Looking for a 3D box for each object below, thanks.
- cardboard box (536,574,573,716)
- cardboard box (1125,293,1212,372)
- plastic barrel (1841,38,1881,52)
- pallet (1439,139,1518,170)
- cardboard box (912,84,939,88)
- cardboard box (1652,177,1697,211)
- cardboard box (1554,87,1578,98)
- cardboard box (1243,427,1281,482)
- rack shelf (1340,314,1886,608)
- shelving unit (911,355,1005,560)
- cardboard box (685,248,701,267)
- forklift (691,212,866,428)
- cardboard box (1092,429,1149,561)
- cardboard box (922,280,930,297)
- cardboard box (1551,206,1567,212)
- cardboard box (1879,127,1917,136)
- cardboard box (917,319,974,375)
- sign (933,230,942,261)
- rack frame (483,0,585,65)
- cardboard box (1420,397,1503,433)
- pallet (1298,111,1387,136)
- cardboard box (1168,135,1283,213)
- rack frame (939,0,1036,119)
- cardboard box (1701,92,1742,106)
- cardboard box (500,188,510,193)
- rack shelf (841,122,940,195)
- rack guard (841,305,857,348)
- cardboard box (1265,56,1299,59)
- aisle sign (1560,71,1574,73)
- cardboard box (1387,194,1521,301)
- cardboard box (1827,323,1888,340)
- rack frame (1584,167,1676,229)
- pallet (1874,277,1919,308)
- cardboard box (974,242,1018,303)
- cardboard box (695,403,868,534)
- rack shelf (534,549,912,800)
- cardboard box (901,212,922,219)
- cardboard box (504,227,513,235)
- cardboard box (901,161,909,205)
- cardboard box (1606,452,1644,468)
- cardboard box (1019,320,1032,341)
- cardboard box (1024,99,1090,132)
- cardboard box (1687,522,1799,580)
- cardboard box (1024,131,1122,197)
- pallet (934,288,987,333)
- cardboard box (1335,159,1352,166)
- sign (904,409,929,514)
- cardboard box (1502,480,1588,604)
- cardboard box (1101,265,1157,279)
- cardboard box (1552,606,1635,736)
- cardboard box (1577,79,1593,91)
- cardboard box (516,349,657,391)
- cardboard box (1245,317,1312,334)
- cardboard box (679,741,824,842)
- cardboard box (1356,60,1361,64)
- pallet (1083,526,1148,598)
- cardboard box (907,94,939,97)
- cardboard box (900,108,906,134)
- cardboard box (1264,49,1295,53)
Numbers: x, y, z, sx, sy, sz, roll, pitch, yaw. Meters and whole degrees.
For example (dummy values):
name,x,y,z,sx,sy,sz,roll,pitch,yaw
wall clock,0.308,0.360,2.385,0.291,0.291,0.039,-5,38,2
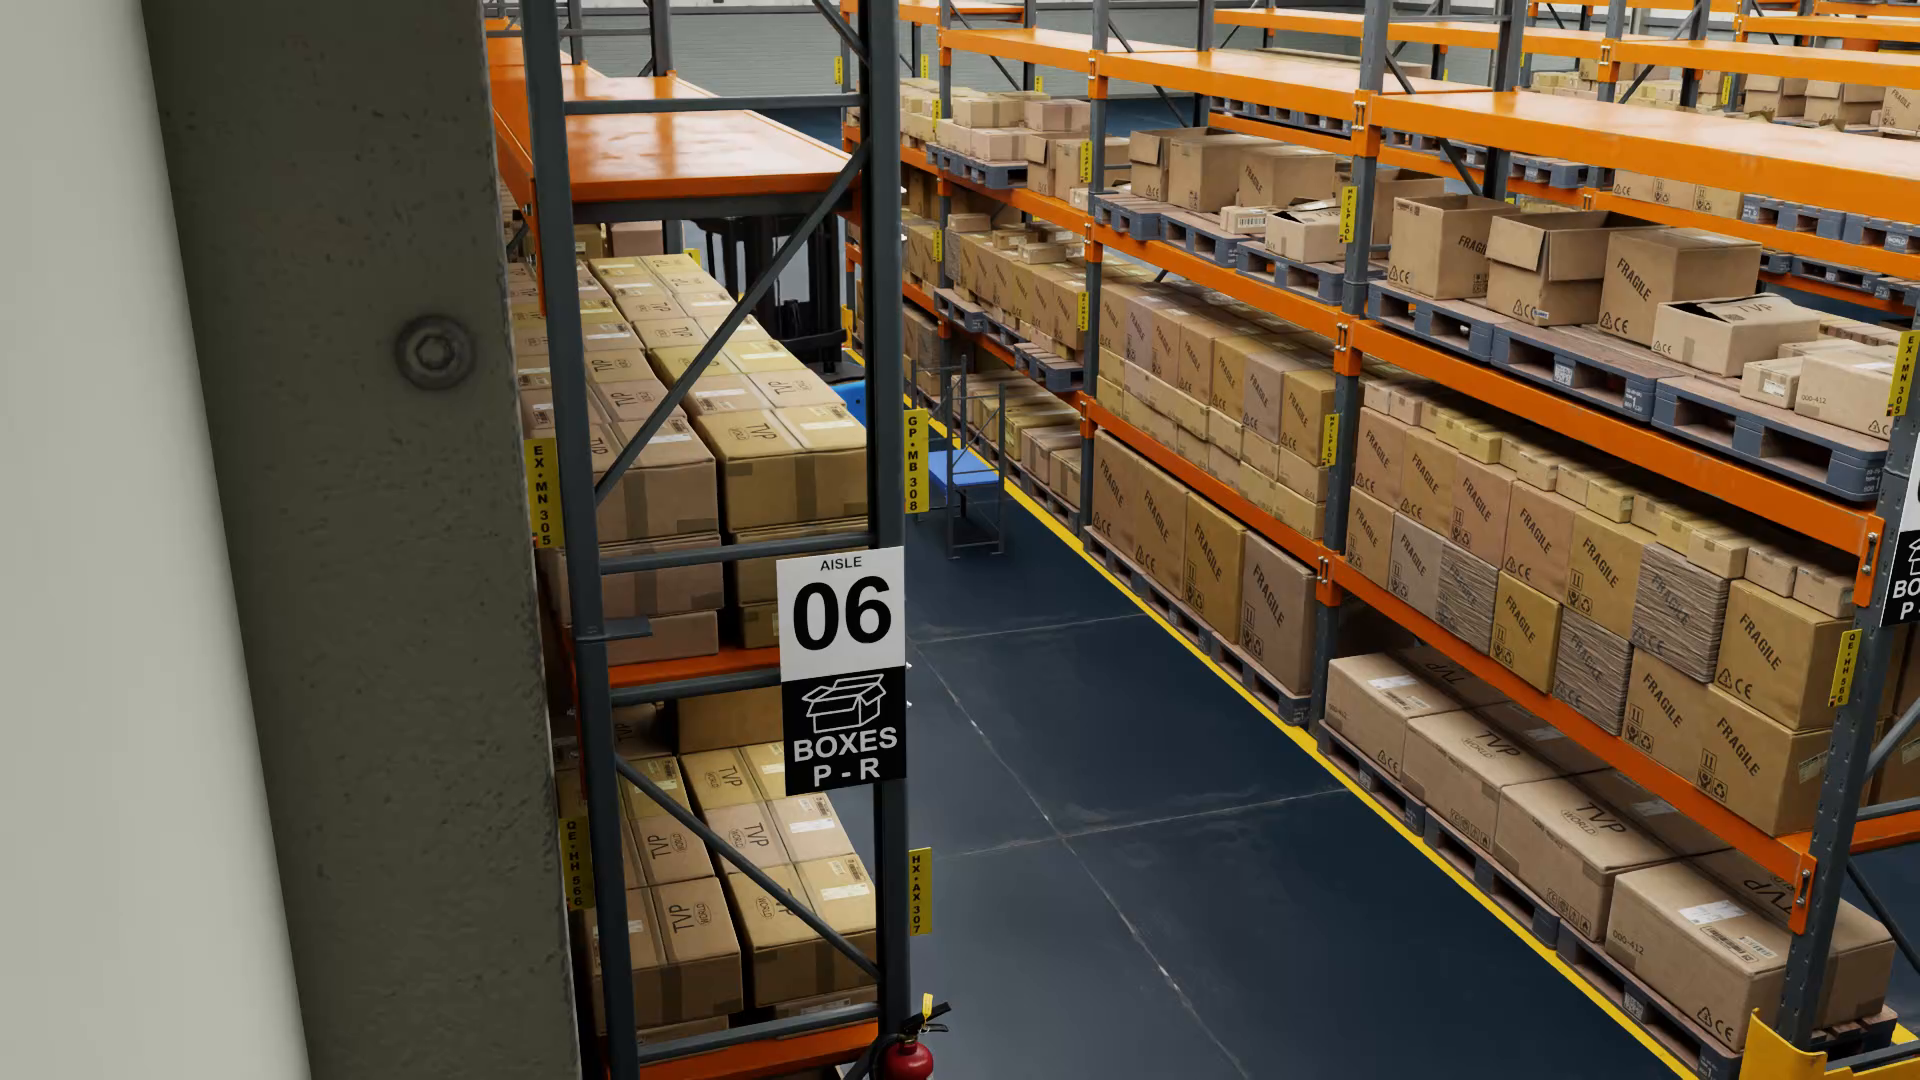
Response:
name,x,y,z,sx,sy,sz,roll,pitch,yaw
cardboard box,-1.701,0.444,7.556,0.500,0.500,0.500,-7,21,-19
cardboard box,1.625,-1.627,13.023,0.500,0.500,0.500,-6,21,-17
plastic barrel,13.406,-7.268,24.659,0.600,0.830,0.708,-6,21,-17
pallet,5.598,-3.893,16.799,1.003,0.211,1.213,-5,20,-15
cardboard box,-0.347,-5.278,19.569,0.380,0.149,0.250,-6,21,-17
cardboard box,6.296,-3.098,14.159,0.500,0.500,0.500,-6,21,-17
cardboard box,8.505,-6.066,22.793,0.500,0.250,0.500,-7,21,-18
cardboard box,2.261,-0.608,11.296,0.500,0.250,0.500,-6,21,-16
rack shelf,3.423,-0.600,8.416,1.077,0.370,4.000,-6,21,-17
shelving unit,-0.027,-0.733,14.379,0.538,1.500,1.048,-6,21,-17
cardboard box,-1.594,-1.461,8.911,0.380,0.149,0.250,-6,21,-16
forklift,-1.906,-2.209,16.370,1.130,2.935,3.031,-14,24,-35
cardboard box,1.676,-0.419,13.809,0.875,0.875,0.875,-7,21,-18
cardboard box,-0.195,-2.768,18.196,0.380,0.149,0.250,-6,21,-16
cardboard box,8.517,-4.595,23.284,0.380,0.149,0.250,-6,21,-17
cardboard box,10.239,-4.292,17.853,0.500,0.250,0.500,-6,21,-16
cardboard box,-0.161,-2.154,18.452,0.500,0.500,0.500,-7,21,-18
sign,-0.232,-3.083,17.422,0.100,0.325,0.005,-6,21,-17
rack frame,-3.174,-3.747,11.676,1.000,3.000,0.127,-6,21,-17
cardboard box,2.864,-0.704,9.494,0.380,0.149,0.250,-7,21,-18
pallet,4.700,-4.928,19.532,1.003,0.211,1.213,-6,21,-17
cardboard box,2.029,-2.811,12.739,0.700,0.500,0.500,-7,21,-20
rack frame,0.280,-5.559,16.722,1.000,3.000,0.127,-6,21,-17
cardboard box,9.312,-5.391,20.323,0.380,0.149,0.250,-6,21,-16
cardboard box,-3.190,-2.281,11.226,0.380,0.149,0.250,-6,21,-17
rack shelf,-0.348,-4.451,19.137,1.077,0.370,4.000,-6,21,-17
rack guard,-0.953,-2.819,21.664,1.175,0.500,0.348,-6,21,-17
cardboard box,3.972,-5.860,20.420,0.380,0.149,0.250,-6,21,-16
aisle sign,8.696,-6.348,23.946,0.394,0.787,0.004,-6,21,-17
cardboard box,2.780,-1.661,9.389,0.500,0.500,0.500,-6,21,-16
cardboard box,7.368,-1.676,13.657,0.380,0.149,0.250,-6,21,-15
rack frame,6.205,-2.010,15.717,1.000,3.000,0.127,-6,21,-17
pallet,10.620,-2.632,17.731,1.213,0.211,1.003,-6,21,-17
cardboard box,0.456,-2.619,16.201,0.500,0.500,0.500,-7,21,-18
cardboard box,-0.560,-0.242,5.397,0.500,0.250,0.500,-7,21,-18
rack shelf,-1.288,-0.071,6.944,1.077,0.370,4.000,-6,21,-17
cardboard box,-0.597,-3.533,19.369,0.500,0.500,0.500,-7,21,-18
cardboard box,-2.441,-1.733,9.669,0.380,0.149,0.250,-7,21,-19
cardboard box,-0.457,-4.373,20.227,0.700,0.500,0.500,-6,21,-17
cardboard box,3.627,-0.432,8.736,0.380,0.149,0.250,-6,21,-17
cardboard box,0.765,-1.935,15.256,0.380,0.149,0.250,-6,21,-16
cardboard box,0.925,-4.012,15.713,0.500,0.250,0.500,-6,21,-16
cardboard box,3.485,0.046,7.406,0.380,0.149,0.250,-7,21,-18
cardboard box,1.031,-3.399,14.992,0.797,0.503,0.637,-6,21,-17
pallet,0.382,-2.385,17.042,1.003,0.211,1.213,-6,21,-17
cardboard box,4.542,-4.347,20.402,0.875,0.550,0.550,-6,21,-17
sign,-0.144,-0.237,5.049,0.100,0.325,0.005,-6,21,-17
cardboard box,3.174,-0.017,8.540,0.500,0.500,0.500,-7,21,-18
cardboard box,1.445,-2.172,14.958,0.500,0.500,0.500,-5,20,-14
cardboard box,3.335,0.615,8.260,0.500,0.500,0.500,-6,21,-16
cardboard box,8.574,-6.153,22.445,0.380,0.149,0.250,-6,21,-17
cardboard box,-1.398,-0.517,6.163,0.500,0.250,0.500,-6,21,-17
cardboard box,2.419,-1.345,12.236,0.500,0.500,0.500,-7,21,-18
cardboard box,-0.867,1.076,6.905,0.500,0.250,0.500,-7,21,-18
cardboard box,4.915,-5.605,19.710,0.380,0.149,0.250,-7,21,-18
pallet,1.714,0.121,13.907,1.003,0.211,1.213,-6,21,-17
cardboard box,-0.369,-4.816,18.281,0.380,0.149,0.250,-7,21,-18
cardboard box,-0.420,-4.657,18.430,0.500,0.250,0.500,-7,21,-18
cardboard box,4.195,-6.339,21.753,0.380,0.149,0.250,-6,21,-17
